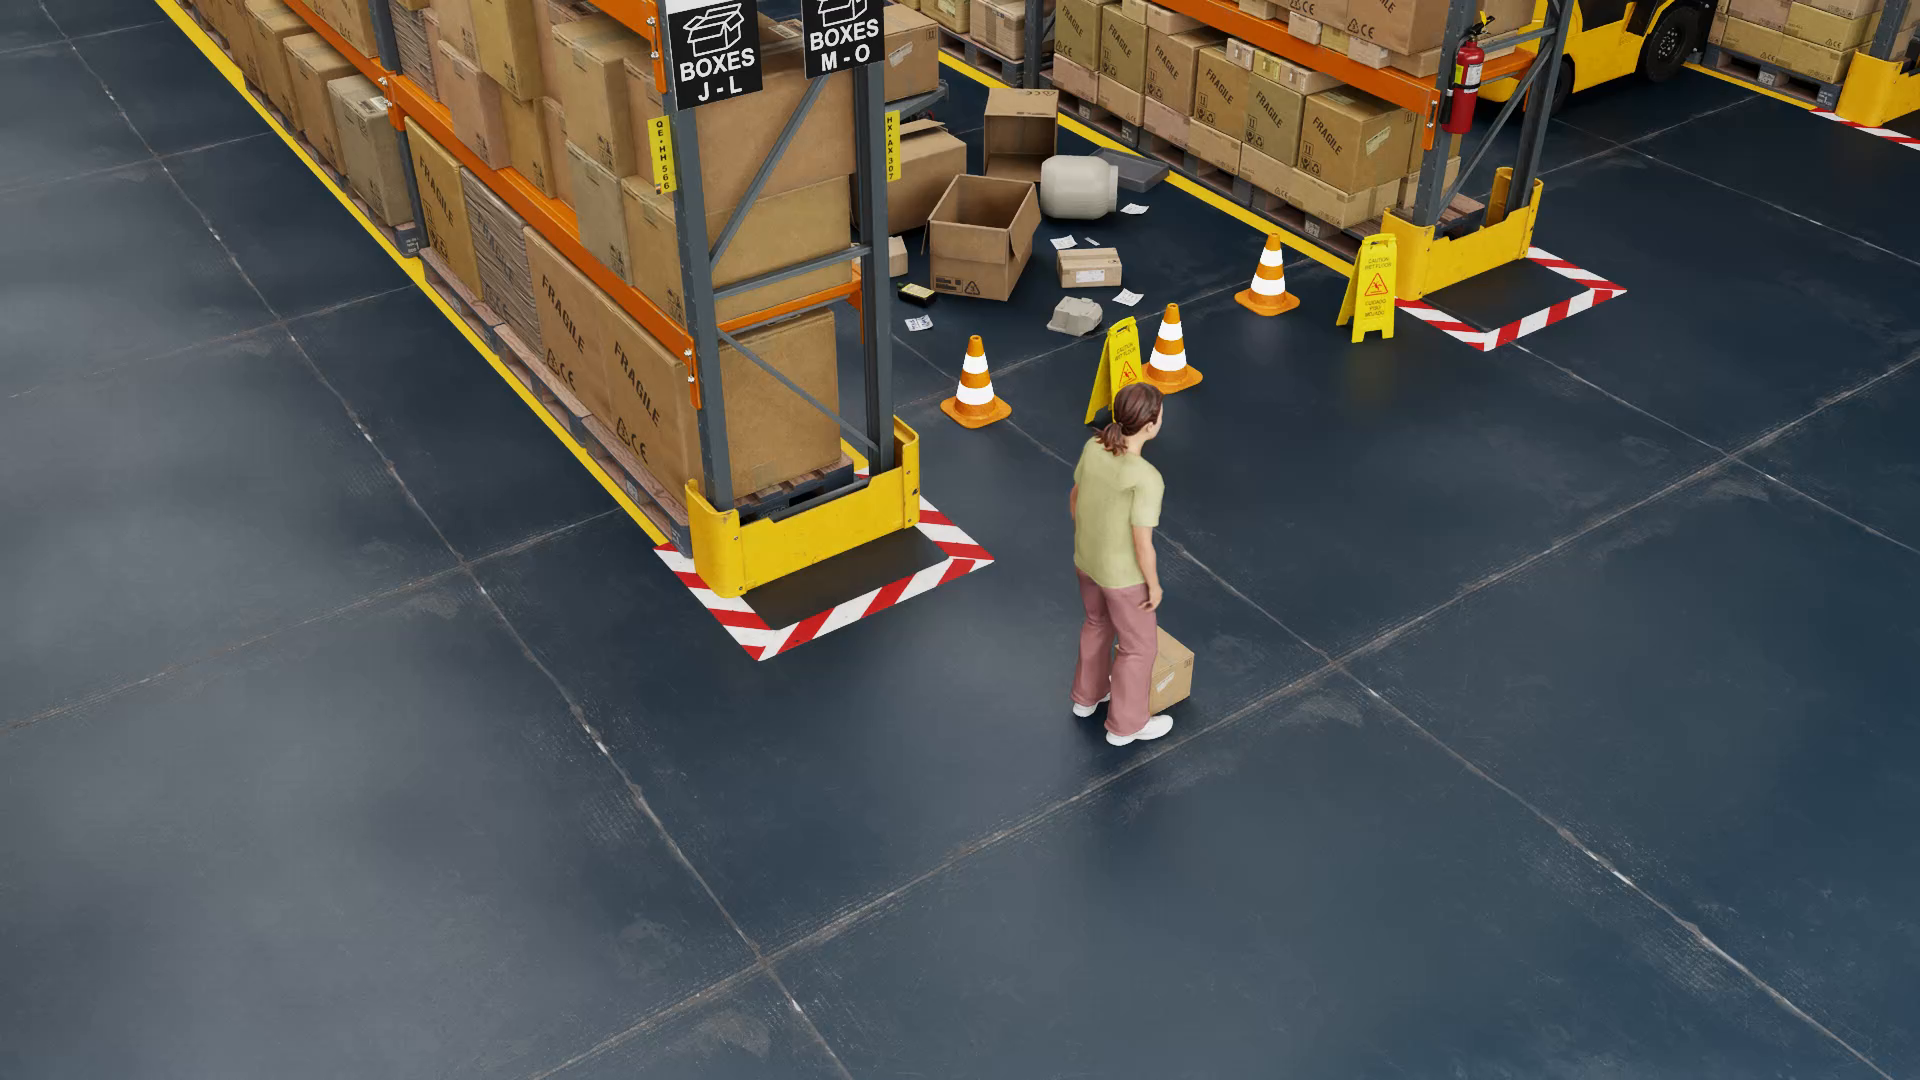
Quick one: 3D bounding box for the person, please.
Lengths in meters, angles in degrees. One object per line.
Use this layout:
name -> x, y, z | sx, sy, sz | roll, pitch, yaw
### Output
person -> 0.661, 0.106, 6.865 | 0.360, 1.666, 0.497 | -23, 42, -28
